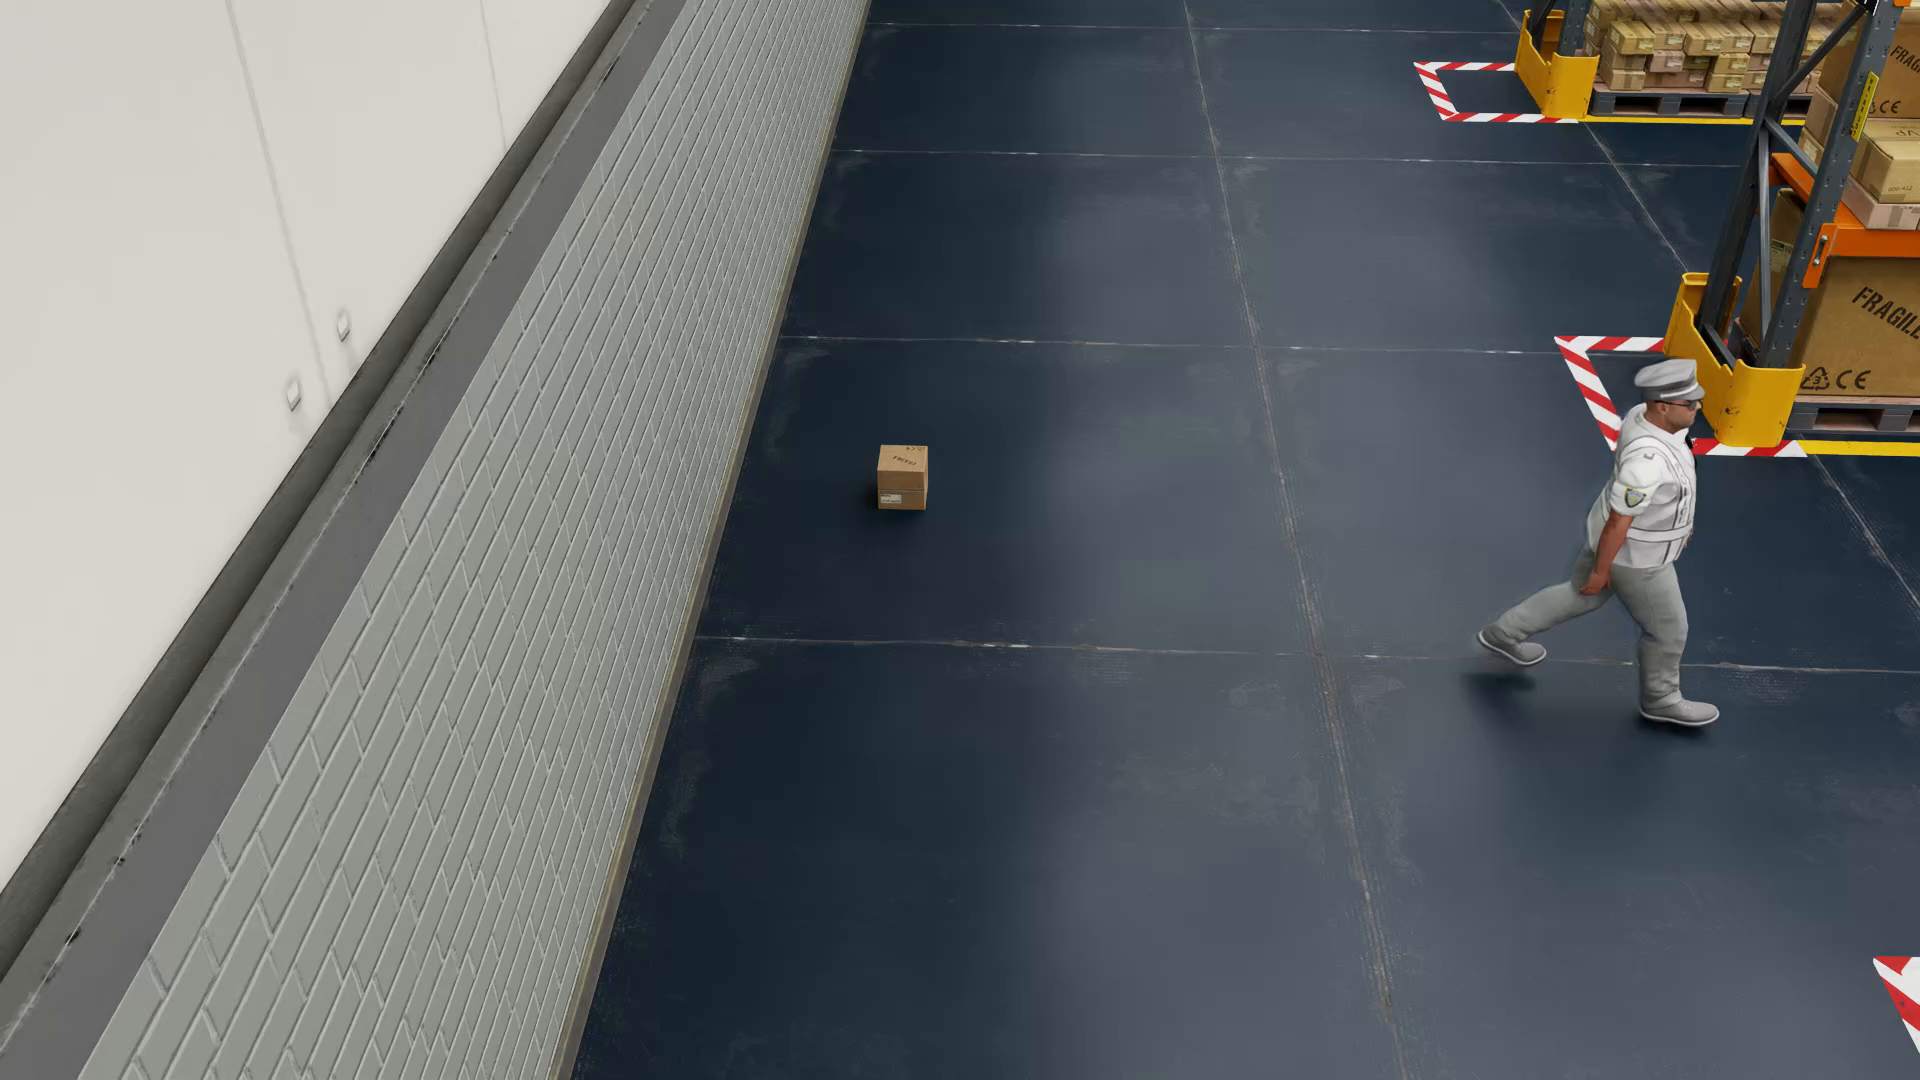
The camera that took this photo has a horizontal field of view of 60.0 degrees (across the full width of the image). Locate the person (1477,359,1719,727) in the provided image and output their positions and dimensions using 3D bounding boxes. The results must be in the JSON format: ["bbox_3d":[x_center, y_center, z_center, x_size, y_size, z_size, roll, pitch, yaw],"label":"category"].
[{"bbox_3d":[2.892,-0.012,7.103,1.040,1.726,0.533,8,36,12],"label":"person"}]
